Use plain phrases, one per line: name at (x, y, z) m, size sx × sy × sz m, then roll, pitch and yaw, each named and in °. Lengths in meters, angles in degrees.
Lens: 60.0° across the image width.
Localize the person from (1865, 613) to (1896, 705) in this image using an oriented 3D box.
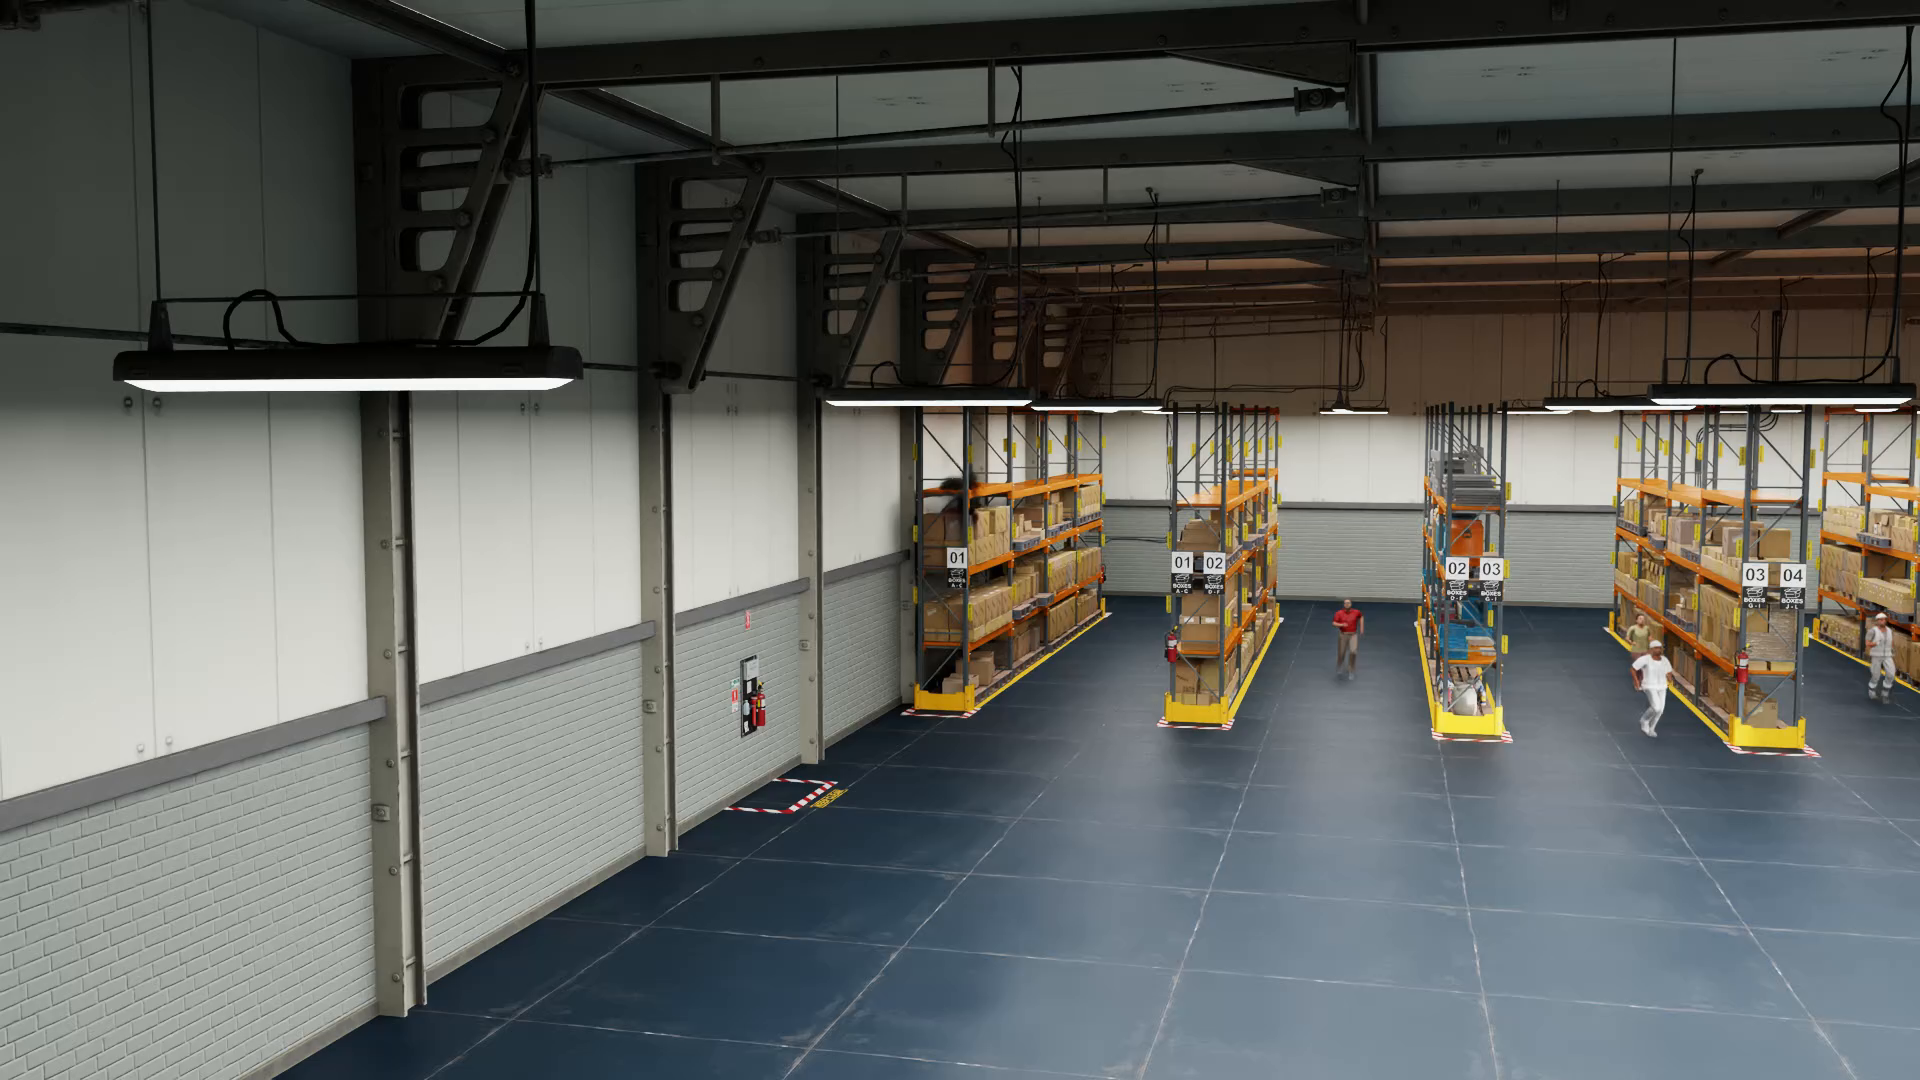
person at (18.428, 2.375, 33.237) m, size 0.632 × 1.824 × 0.705 m, roll 0°, pitch 4°, yaw 6°

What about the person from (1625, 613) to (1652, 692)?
person at (14.148, 2.342, 34.608) m, size 0.580 × 1.640 × 0.593 m, roll 1°, pitch 4°, yaw 7°

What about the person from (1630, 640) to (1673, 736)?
person at (12.421, 2.656, 29.695) m, size 0.690 × 1.729 × 0.614 m, roll -1°, pitch 4°, yaw -9°

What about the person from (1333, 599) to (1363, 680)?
person at (8.529, 2.172, 36.583) m, size 0.671 × 1.793 × 0.926 m, roll 1°, pitch 4°, yaw 9°
